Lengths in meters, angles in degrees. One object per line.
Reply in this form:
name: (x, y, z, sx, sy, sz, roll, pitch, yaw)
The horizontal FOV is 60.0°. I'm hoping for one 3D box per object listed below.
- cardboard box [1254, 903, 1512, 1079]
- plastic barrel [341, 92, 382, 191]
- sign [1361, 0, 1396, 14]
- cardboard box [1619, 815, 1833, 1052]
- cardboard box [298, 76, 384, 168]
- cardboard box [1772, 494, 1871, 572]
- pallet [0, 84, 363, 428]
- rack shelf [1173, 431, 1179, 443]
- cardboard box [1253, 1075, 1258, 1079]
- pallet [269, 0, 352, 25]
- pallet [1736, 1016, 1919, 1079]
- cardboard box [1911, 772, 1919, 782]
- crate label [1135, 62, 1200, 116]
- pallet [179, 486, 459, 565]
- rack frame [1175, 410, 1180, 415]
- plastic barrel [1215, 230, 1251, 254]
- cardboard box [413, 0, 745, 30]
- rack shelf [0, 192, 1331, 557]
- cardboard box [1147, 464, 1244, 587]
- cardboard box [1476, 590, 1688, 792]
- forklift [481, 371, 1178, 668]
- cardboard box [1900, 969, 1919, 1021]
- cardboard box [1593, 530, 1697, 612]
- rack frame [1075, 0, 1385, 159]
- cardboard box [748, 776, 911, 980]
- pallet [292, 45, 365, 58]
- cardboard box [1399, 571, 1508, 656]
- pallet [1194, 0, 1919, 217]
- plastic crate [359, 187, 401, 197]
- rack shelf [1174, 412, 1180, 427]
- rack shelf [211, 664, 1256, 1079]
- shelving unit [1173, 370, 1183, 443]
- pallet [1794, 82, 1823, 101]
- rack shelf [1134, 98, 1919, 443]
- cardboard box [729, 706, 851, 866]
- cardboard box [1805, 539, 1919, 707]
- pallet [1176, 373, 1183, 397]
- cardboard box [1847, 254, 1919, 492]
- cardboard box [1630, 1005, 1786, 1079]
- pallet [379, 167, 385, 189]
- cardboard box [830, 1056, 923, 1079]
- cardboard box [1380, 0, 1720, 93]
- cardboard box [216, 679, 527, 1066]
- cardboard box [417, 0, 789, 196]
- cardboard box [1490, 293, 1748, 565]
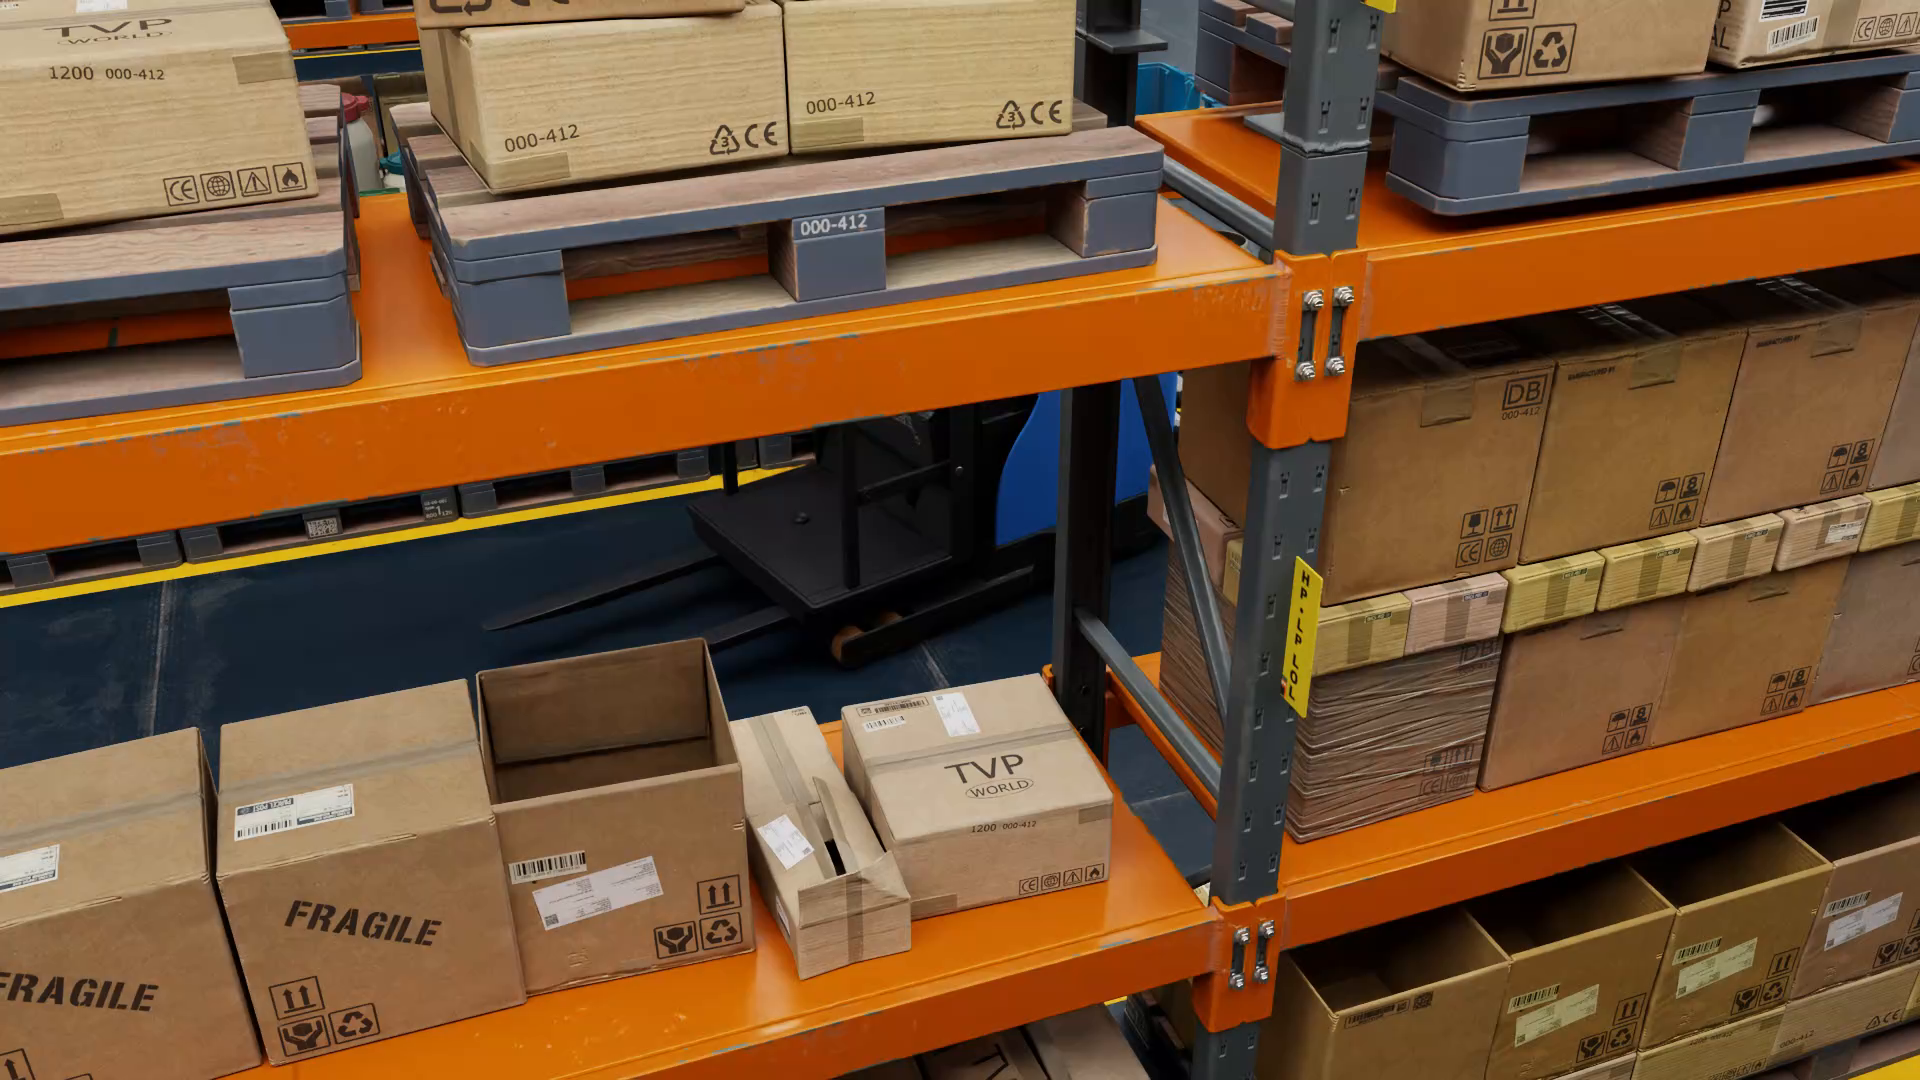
cardboard box: (1.019, 1.164, 4.273, 0.500, 0.500, 0.500, -10, 31, -18)
plastic barrel: (-2.910, -1.756, 7.664, 0.433, 0.535, 0.433, 0, 30, 0)
sign: (0.673, -1.003, 2.609, 0.005, 0.325, 0.100, -10, 31, -18)
cardboard box: (1.956, 0.991, 4.576, 0.500, 0.500, 0.500, -10, 31, -18)
cardboard box: (-4.537, -3.023, 12.107, 0.500, 0.500, 0.700, -13, 32, -22)
cardboard box: (2.001, -0.094, 4.129, 0.250, 0.149, 0.380, -11, 32, -19)
pallet: (-1.622, -0.472, 2.709, 1.213, 0.211, 1.003, -9, 31, -15)
rack shelf: (0.914, -0.502, 7.954, 0.200, 0.077, 0.258, -9, 31, -26)
cardboard box: (1.015, 1.485, 4.467, 0.500, 0.250, 0.500, -10, 31, -18)
pallet: (-4.884, -3.772, 11.534, 1.213, 0.211, 1.003, -10, 31, -18)
pallet: (2.380, 1.293, 5.267, 1.213, 0.211, 1.003, -10, 31, -18)
cardboard box: (2.893, 0.818, 4.880, 0.500, 0.500, 0.500, -10, 31, -18)
crate label: (0.869, -2.149, 8.457, 0.616, 0.435, 0.502, -10, 31, -18)
pallet: (-3.117, -0.309, 8.079, 1.213, 0.211, 1.003, -10, 31, -18)
rack frame: (1.013, -0.626, 7.942, 0.006, 0.900, 0.240, -9, 31, -26)
plastic barrel: (1.440, -1.443, 9.342, 0.421, 0.512, 0.421, 0, 30, 0)
cardboard box: (-0.643, -1.137, 2.656, 0.500, 0.500, 0.500, -7, 31, -13)
rack shelf: (-1.400, -0.234, 2.826, 4.000, 0.370, 1.077, -10, 31, -18)
cardboard box: (0.655, -0.060, 4.068, 0.250, 0.149, 0.380, -10, 31, -18)
cardboard box: (1.380, 0.195, 4.277, 0.500, 0.500, 0.700, -11, 31, -18)
forklift: (-0.511, -1.047, 6.627, 3.031, 2.935, 1.130, -20, 35, -31)
cardboard box: (2.892, 1.142, 5.068, 0.500, 0.250, 0.500, -10, 31, -18)
cardboard box: (1.516, -0.004, 3.971, 0.250, 0.149, 0.380, -11, 31, -18)
rack frame: (0.475, -2.195, 2.512, 0.127, 3.000, 1.000, -10, 31, -18)
cardboard box: (-0.285, 0.707, 3.614, 0.258, 0.266, 0.396, -11, 32, -19)
pallet: (-6.453, -4.911, 16.157, 1.213, 0.211, 1.003, -10, 31, -18)
cardboard box: (1.029, 0.087, 3.811, 0.250, 0.149, 0.380, -10, 31, -17)
pallet: (1.265, -1.012, 3.556, 1.213, 0.211, 1.003, -10, 31, -18)
plastic crate: (-2.783, -1.363, 7.327, 0.662, 0.188, 0.450, -10, 31, -18)
rack shelf: (0.921, -0.581, 7.912, 0.200, 0.077, 0.258, -9, 31, -26)
rack shelf: (-1.400, 1.070, 3.569, 4.000, 0.370, 1.077, -10, 31, -18)
shelving unit: (0.923, -0.611, 7.897, 0.210, 0.900, 0.258, -9, 31, -26)
pallet: (2.407, -1.221, 3.922, 1.213, 0.211, 1.003, -10, 31, -18)
rack shelf: (2.349, -0.924, 4.038, 4.000, 0.370, 1.077, -10, 31, -18)
cardboard box: (-0.427, 0.579, 3.957, 0.250, 0.149, 0.380, -10, 31, -18)
cardboard box: (2.332, 0.021, 4.582, 0.500, 0.500, 0.700, -9, 31, -16)
pallet: (0.540, -0.984, 9.264, 1.213, 0.211, 1.003, -10, 31, -18)
cardboard box: (2.299, -0.535, 4.247, 0.500, 0.500, 0.700, -10, 31, -18)
cardboard box: (1.956, 1.317, 4.762, 0.500, 0.250, 0.500, -10, 31, -18)
pallet: (-4.851, -2.626, 12.145, 1.213, 0.211, 1.003, -10, 31, -18)
cardboard box: (-0.290, 1.476, 3.916, 0.500, 0.311, 0.500, -10, 31, -16)
cardboard box: (1.039, -1.143, 3.029, 0.500, 0.500, 0.500, -8, 31, -14)
cardboard box: (-1.214, 0.671, 3.441, 0.500, 0.500, 0.500, -10, 31, -18)
cardboard box: (-0.620, -0.811, 2.840, 0.500, 0.250, 0.500, -14, 32, -22)
cardboard box: (1.362, -0.363, 3.945, 0.500, 0.500, 0.700, -11, 31, -18)
